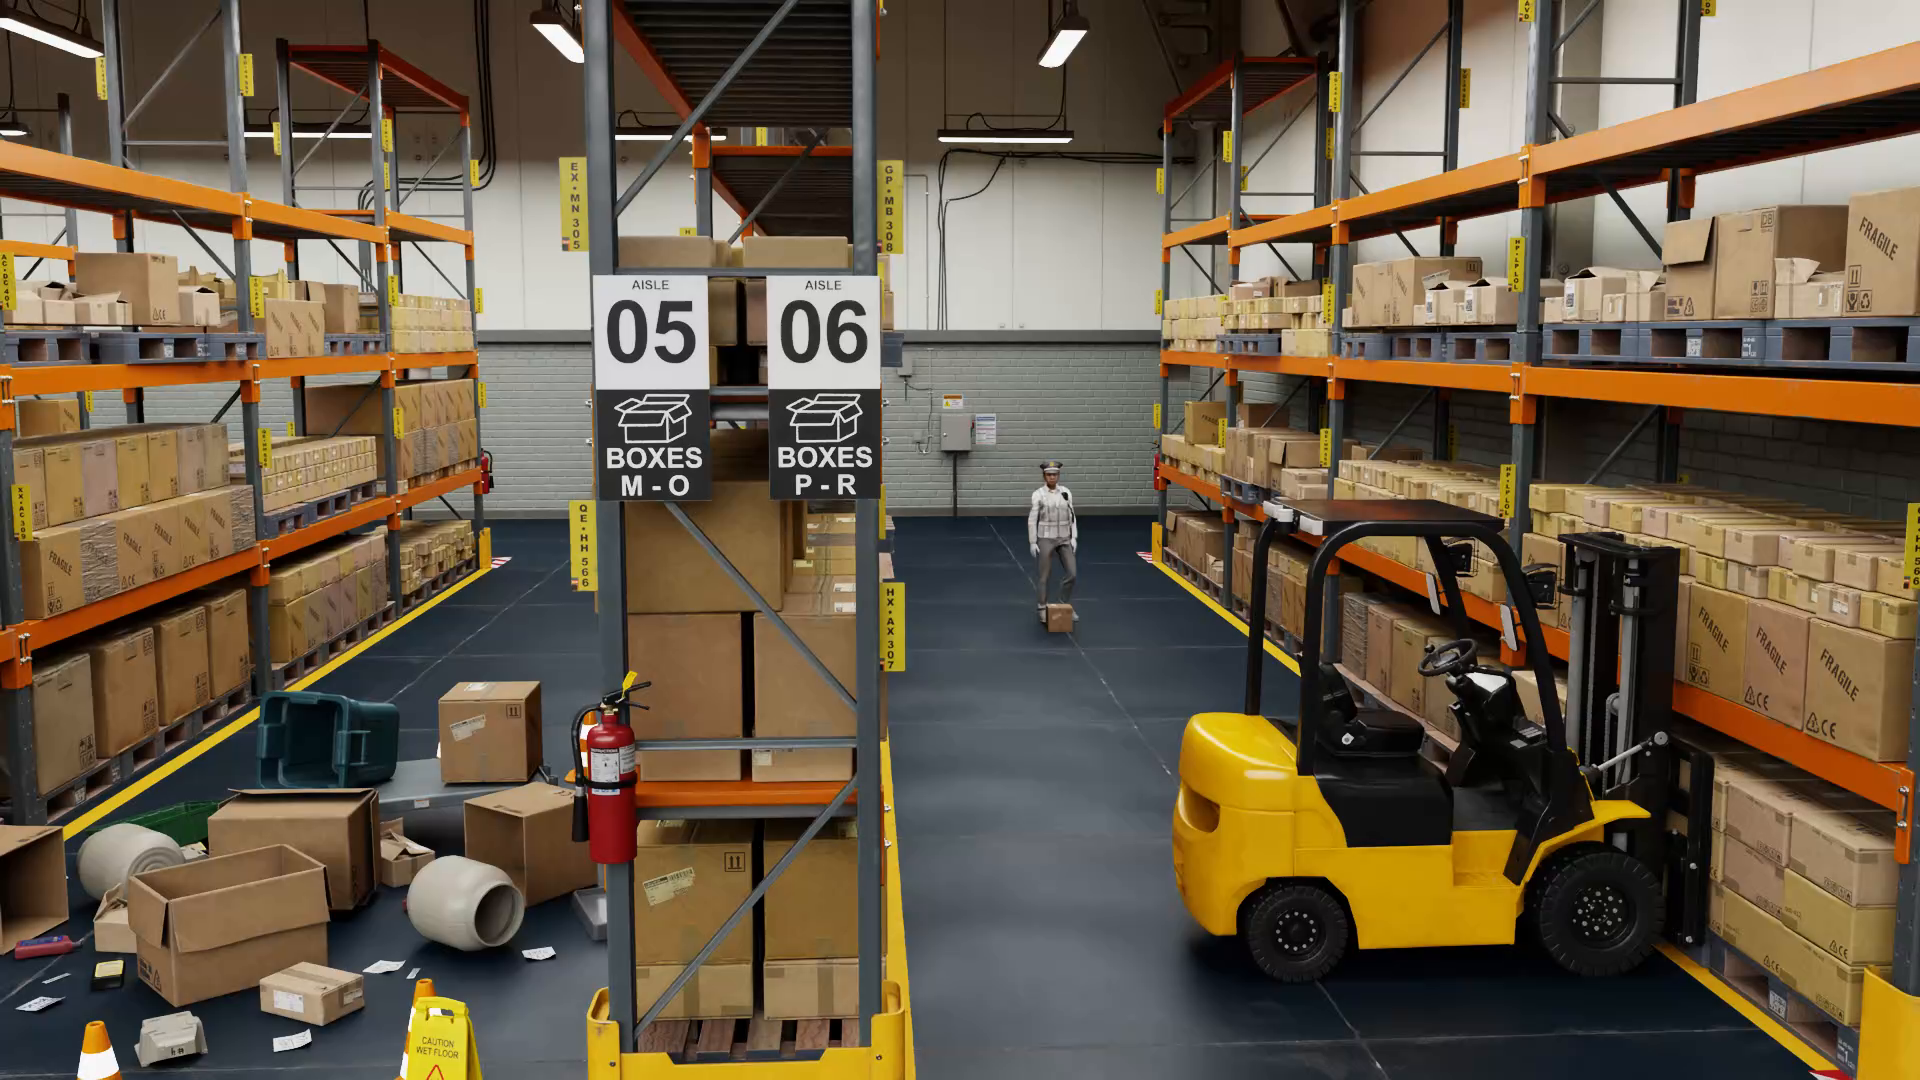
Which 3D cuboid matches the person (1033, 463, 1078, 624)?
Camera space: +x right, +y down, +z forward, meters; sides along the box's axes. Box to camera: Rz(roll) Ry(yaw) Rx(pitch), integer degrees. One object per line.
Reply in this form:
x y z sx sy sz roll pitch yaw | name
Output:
1.004 0.031 17.426 0.465 1.684 0.346 0 7 -2 | person
